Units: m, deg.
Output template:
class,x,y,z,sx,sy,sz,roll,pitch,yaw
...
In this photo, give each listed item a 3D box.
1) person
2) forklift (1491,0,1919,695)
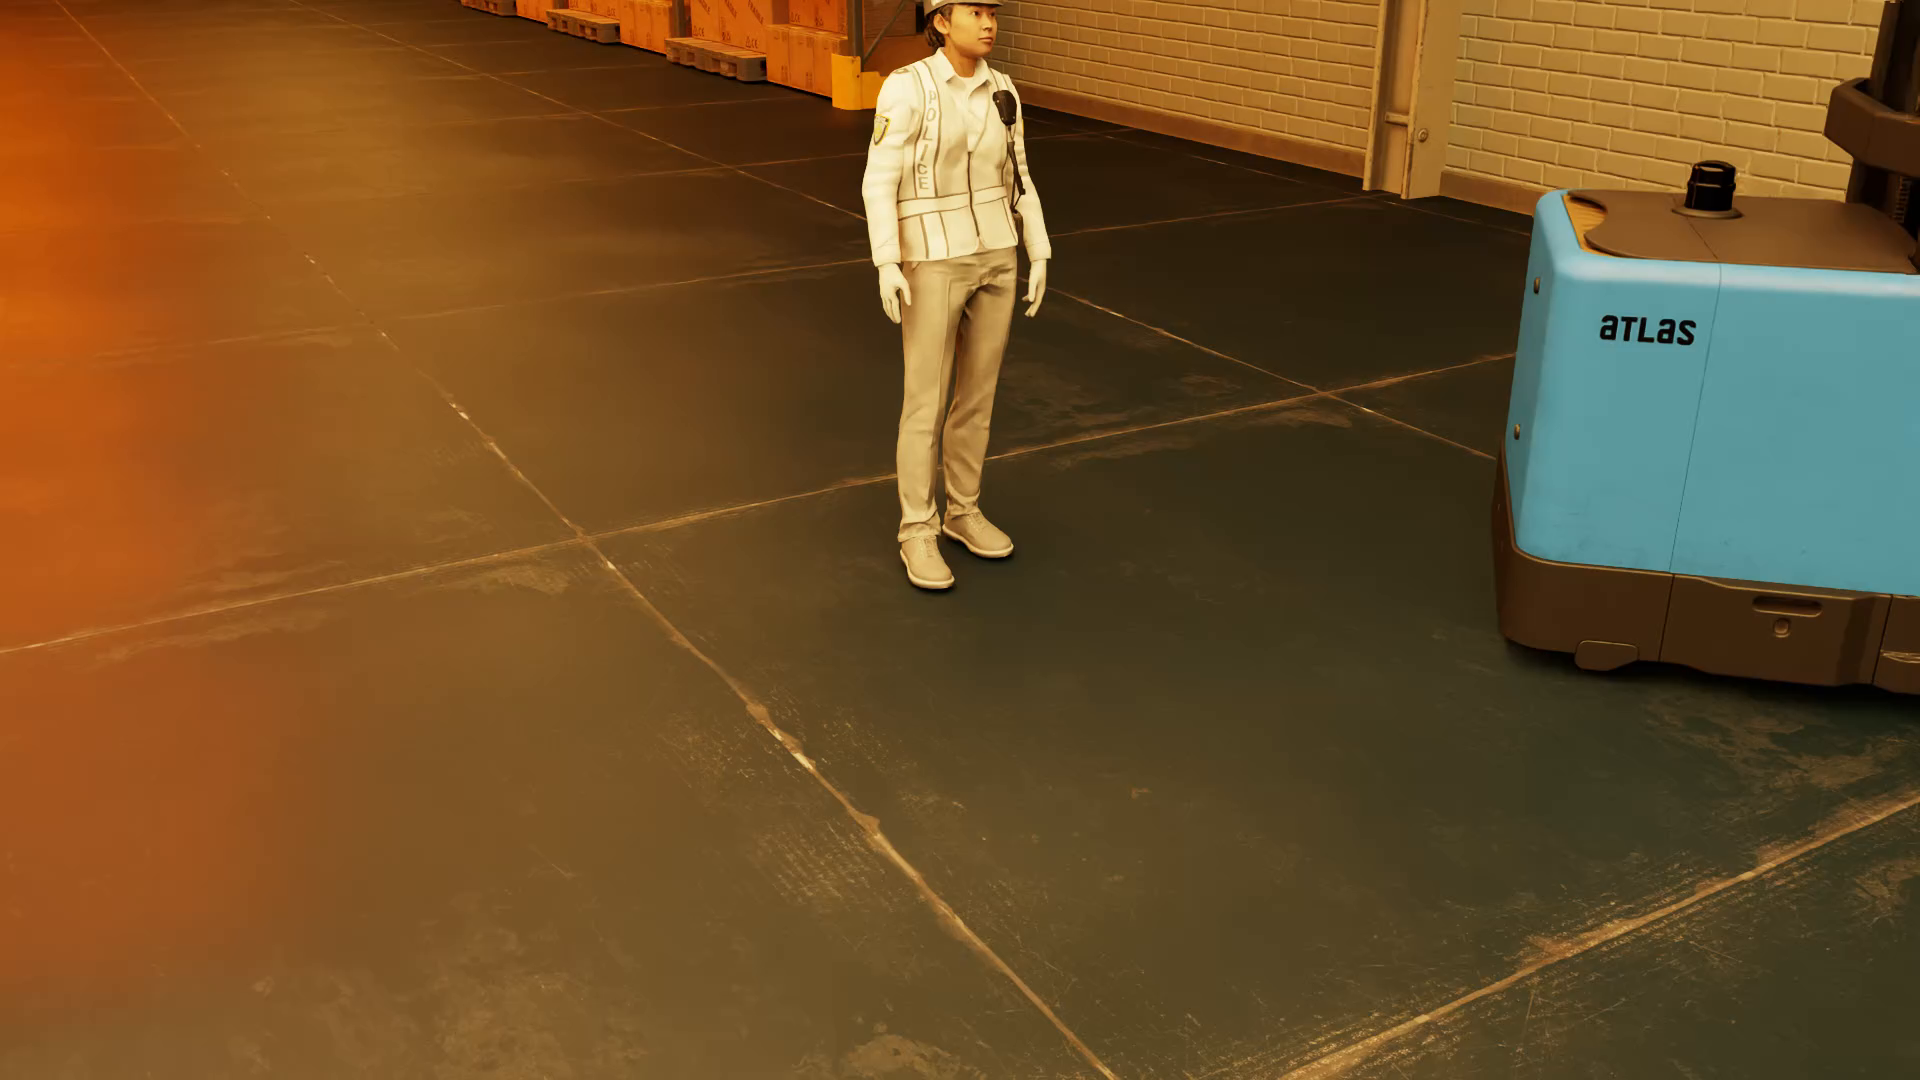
class,x,y,z,sx,sy,sz,roll,pitch,yaw
person,0.028,-0.767,4.752,0.587,1.694,0.530,-12,25,-28
forklift,2.993,-1.062,3.862,3.031,2.935,1.130,6,23,14
